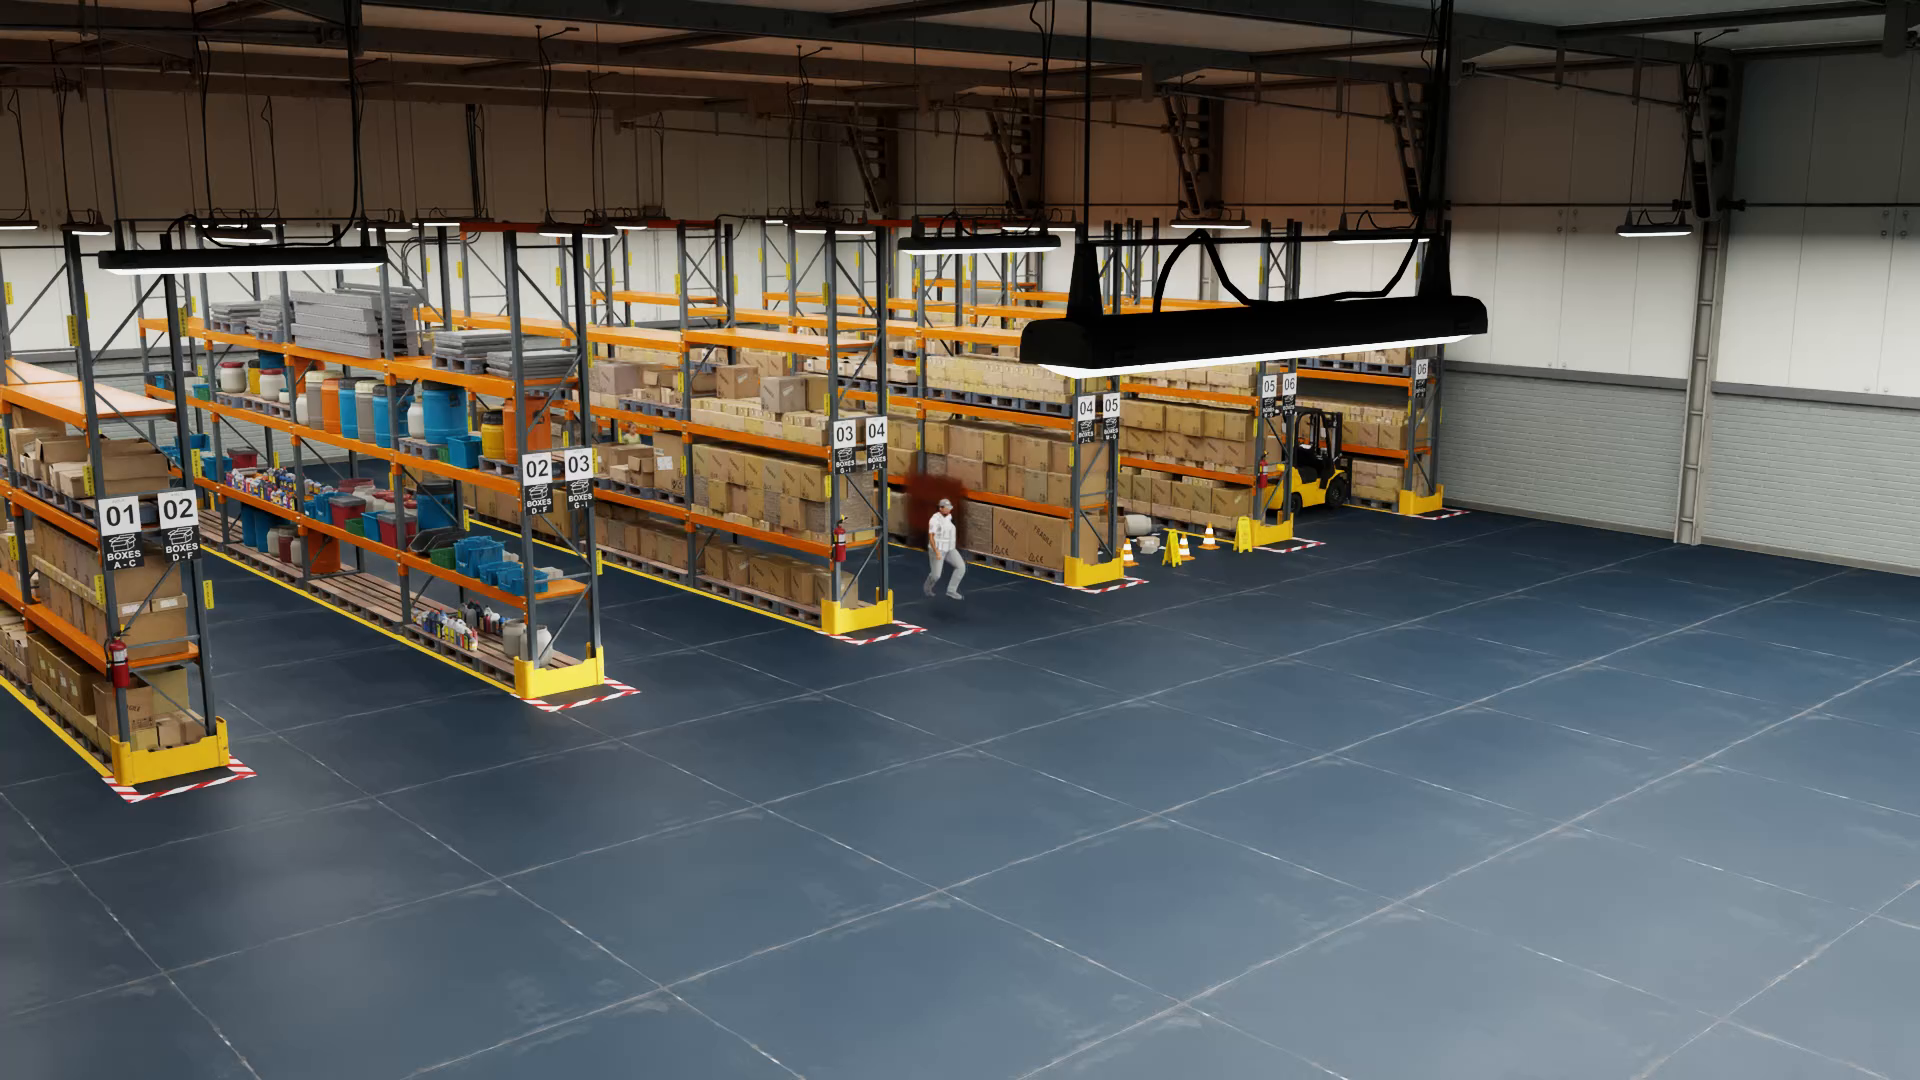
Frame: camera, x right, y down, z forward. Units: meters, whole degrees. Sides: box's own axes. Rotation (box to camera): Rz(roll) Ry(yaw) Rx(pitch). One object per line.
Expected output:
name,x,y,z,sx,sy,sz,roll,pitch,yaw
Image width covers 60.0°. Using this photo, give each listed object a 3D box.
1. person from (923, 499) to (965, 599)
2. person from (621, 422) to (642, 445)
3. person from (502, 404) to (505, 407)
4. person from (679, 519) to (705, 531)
person,-0.251,0.127,26.043,0.560,1.557,0.778,-11,16,-43
person,-7.196,-1.807,36.646,0.486,1.611,1.058,-10,15,-42
person,-10.842,-2.447,39.761,0.464,1.613,1.008,-8,14,-36
person,-5.200,-1.003,32.362,1.067,1.694,0.636,9,15,39
